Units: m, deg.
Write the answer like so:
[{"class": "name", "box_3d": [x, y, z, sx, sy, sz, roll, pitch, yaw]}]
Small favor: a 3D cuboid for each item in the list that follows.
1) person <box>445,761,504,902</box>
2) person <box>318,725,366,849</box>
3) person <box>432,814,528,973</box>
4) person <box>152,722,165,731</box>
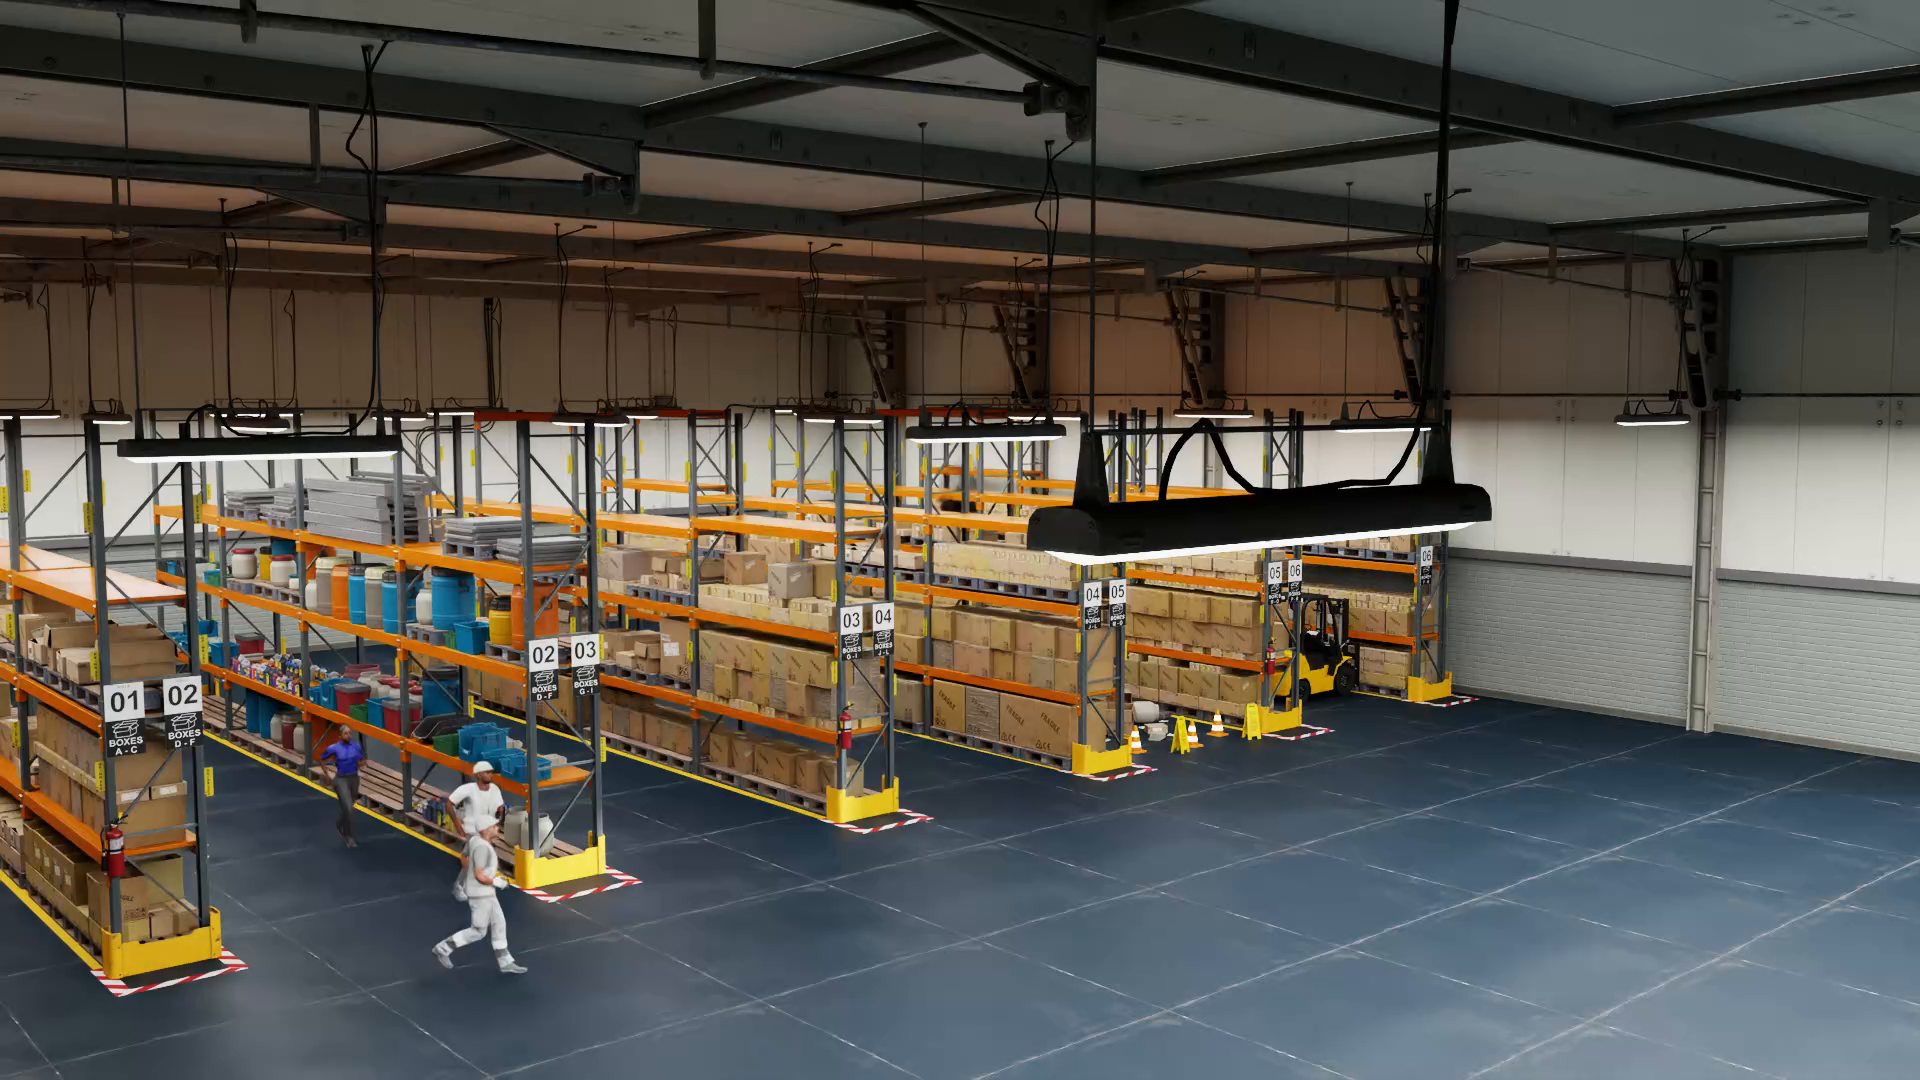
[{"class": "person", "box_3d": [-5.985, 3.653, 20.726, 0.698, 1.797, 0.677, 2, 6, 25]}, {"class": "person", "box_3d": [-8.642, 3.451, 23.396, 0.761, 1.718, 0.547, 4, 6, 38]}, {"class": "person", "box_3d": [-5.230, 3.862, 18.053, 0.999, 1.773, 0.684, -2, 5, -18]}, {"class": "person", "box_3d": [-13.019, 3.129, 27.022, 0.691, 1.708, 0.544, 4, 7, 40]}]
